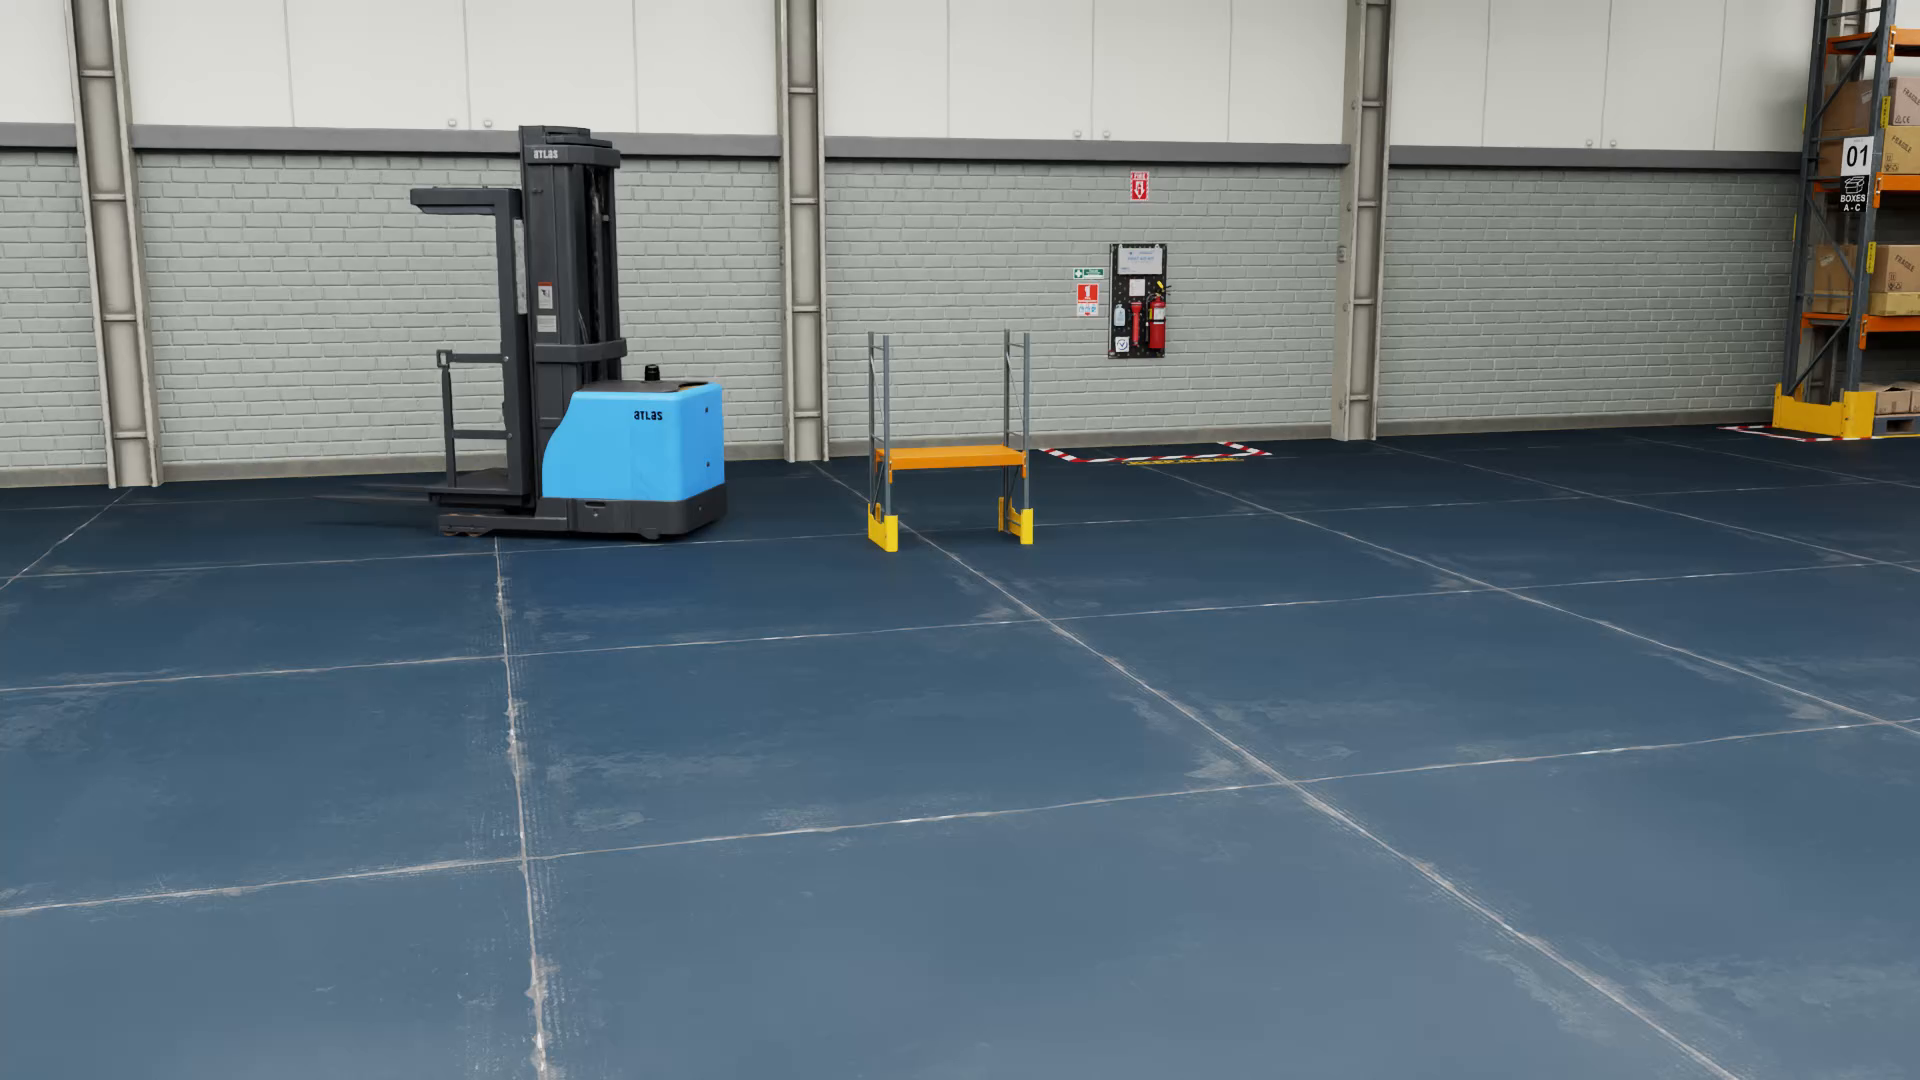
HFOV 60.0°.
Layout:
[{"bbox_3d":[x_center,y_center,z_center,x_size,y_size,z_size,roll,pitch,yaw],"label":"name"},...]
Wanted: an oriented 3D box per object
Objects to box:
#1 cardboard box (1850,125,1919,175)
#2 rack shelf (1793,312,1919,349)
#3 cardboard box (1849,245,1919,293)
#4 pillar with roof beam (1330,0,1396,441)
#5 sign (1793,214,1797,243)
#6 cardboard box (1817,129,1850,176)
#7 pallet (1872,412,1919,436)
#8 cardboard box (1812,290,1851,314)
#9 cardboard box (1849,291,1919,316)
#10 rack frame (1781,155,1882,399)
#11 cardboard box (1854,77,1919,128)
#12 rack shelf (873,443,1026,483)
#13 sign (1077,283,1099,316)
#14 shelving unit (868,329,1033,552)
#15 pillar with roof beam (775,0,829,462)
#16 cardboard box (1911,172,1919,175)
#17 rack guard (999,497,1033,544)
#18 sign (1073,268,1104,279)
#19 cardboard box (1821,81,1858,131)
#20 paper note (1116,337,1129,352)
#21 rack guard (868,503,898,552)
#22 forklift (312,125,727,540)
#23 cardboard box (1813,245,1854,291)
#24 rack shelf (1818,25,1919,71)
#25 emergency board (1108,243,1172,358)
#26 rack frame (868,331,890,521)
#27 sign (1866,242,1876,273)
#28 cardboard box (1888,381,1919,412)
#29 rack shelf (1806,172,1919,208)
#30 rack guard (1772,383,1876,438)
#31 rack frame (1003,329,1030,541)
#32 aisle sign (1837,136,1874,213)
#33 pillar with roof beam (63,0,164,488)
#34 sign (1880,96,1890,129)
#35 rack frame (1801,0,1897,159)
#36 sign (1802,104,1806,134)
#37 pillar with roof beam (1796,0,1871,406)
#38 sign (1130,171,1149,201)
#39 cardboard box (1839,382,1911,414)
[{"bbox_3d":[9.971,-4.195,17.933,0.500,0.500,0.500,-3,11,-14],"label":"cardboard box"},{"bbox_3d":[11.501,-2.435,18.974,4.000,0.370,1.077,-3,11,-16],"label":"rack shelf"},{"bbox_3d":[10.123,-2.964,18.151,0.500,0.500,0.500,-3,11,-16],"label":"cardboard box"},{"bbox_3d":[5.453,-4.772,13.111,0.400,9.000,9.100,-3,11,-16],"label":"pillar with roof beam"},{"bbox_3d":[9.444,-3.510,18.756,0.005,0.325,0.100,-3,11,-16],"label":"sign"},{"bbox_3d":[9.910,-4.287,18.431,0.500,0.500,0.500,-2,11,-12],"label":"cardboard box"},{"bbox_3d":[10.443,-1.355,18.823,1.213,0.211,1.003,-3,11,-16],"label":"pallet"},{"bbox_3d":[9.975,-2.681,18.683,0.500,0.250,0.500,-3,11,-15],"label":"cardboard box"},{"bbox_3d":[10.138,-2.593,18.205,0.500,0.250,0.500,-3,11,-18],"label":"cardboard box"},{"bbox_3d":[9.580,-2.687,18.359,0.127,3.000,1.000,-3,11,-16],"label":"rack frame"},{"bbox_3d":[10.018,-4.691,17.863,0.500,0.500,0.500,-4,11,-20],"label":"cardboard box"},{"bbox_3d":[-0.082,-0.556,11.920,1.000,0.185,0.538,-3,11,-16],"label":"rack shelf"},{"bbox_3d":[1.307,-2.459,17.018,0.234,0.329,0.001,-3,11,-16],"label":"sign"},{"bbox_3d":[-0.073,-0.734,11.890,1.083,1.500,0.587,-3,11,-16],"label":"shelving unit"},{"bbox_3d":[-0.308,-4.468,11.462,0.400,9.000,9.100,-3,11,-16],"label":"pillar with roof beam"},{"bbox_3d":[10.497,-4.216,18.047,0.500,0.500,0.500,-2,11,-12],"label":"cardboard box"},{"bbox_3d":[0.405,-0.144,12.140,0.087,0.250,0.587,-3,11,-16],"label":"rack guard"},{"bbox_3d":[1.314,-2.718,16.963,0.331,0.109,0.001,-3,11,-16],"label":"sign"},{"bbox_3d":[9.921,-4.781,18.352,0.500,0.500,0.500,-3,11,-13],"label":"cardboard box"},{"bbox_3d":[1.677,-2.021,17.172,0.142,0.148,0.016,-3,11,-16],"label":"paper note"},{"bbox_3d":[-0.551,-0.094,11.866,0.087,0.250,0.587,-3,11,-16],"label":"rack guard"},{"bbox_3d":[-3.357,-1.554,12.390,3.031,2.935,1.130,2,11,11],"label":"forklift"},{"bbox_3d":[9.974,-3.053,18.634,0.500,0.500,0.500,-3,11,-17],"label":"cardboard box"},{"bbox_3d":[11.501,-5.384,18.431,4.000,0.370,1.077,-3,11,-16],"label":"rack shelf"},{"bbox_3d":[1.866,-2.451,17.076,0.643,1.169,0.194,-3,11,-16],"label":"emergency board"},{"bbox_3d":[-0.570,-0.708,11.748,0.032,1.500,0.500,-3,11,-16],"label":"rack frame"},{"bbox_3d":[9.732,-3.019,17.769,0.005,0.325,0.100,-3,11,-16],"label":"sign"},{"bbox_3d":[10.817,-1.630,18.825,0.500,0.311,0.500,-2,11,-11],"label":"cardboard box"},{"bbox_3d":[11.501,-3.910,18.703,4.000,0.370,1.077,-3,11,-16],"label":"rack shelf"},{"bbox_3d":[9.653,-1.462,18.607,0.348,0.500,1.175,-3,11,-16],"label":"rack guard"},{"bbox_3d":[0.406,-0.759,12.027,0.032,1.500,0.500,-3,11,-16],"label":"rack frame"},{"bbox_3d":[9.595,-3.910,17.821,0.004,0.787,0.394,-3,11,-16],"label":"aisle sign"},{"bbox_3d":[-6.069,-4.164,9.812,0.400,9.000,9.100,-3,11,-16],"label":"pillar with roof beam"},{"bbox_3d":[9.732,-4.498,17.496,0.005,0.325,0.100,-3,11,-16],"label":"sign"},{"bbox_3d":[9.580,-5.638,17.816,0.127,3.000,1.000,-3,11,-16],"label":"rack frame"},{"bbox_3d":[9.444,-4.696,18.537,0.005,0.325,0.100,-3,11,-16],"label":"sign"},{"bbox_3d":[11.214,-5.075,14.760,0.400,9.000,9.100,-3,11,-16],"label":"pillar with roof beam"},{"bbox_3d":[1.831,-3.608,16.958,0.199,0.298,0.001,-3,11,-16],"label":"sign"},{"bbox_3d":[10.270,-1.601,18.668,0.500,0.311,0.500,-4,11,-22],"label":"cardboard box"}]
